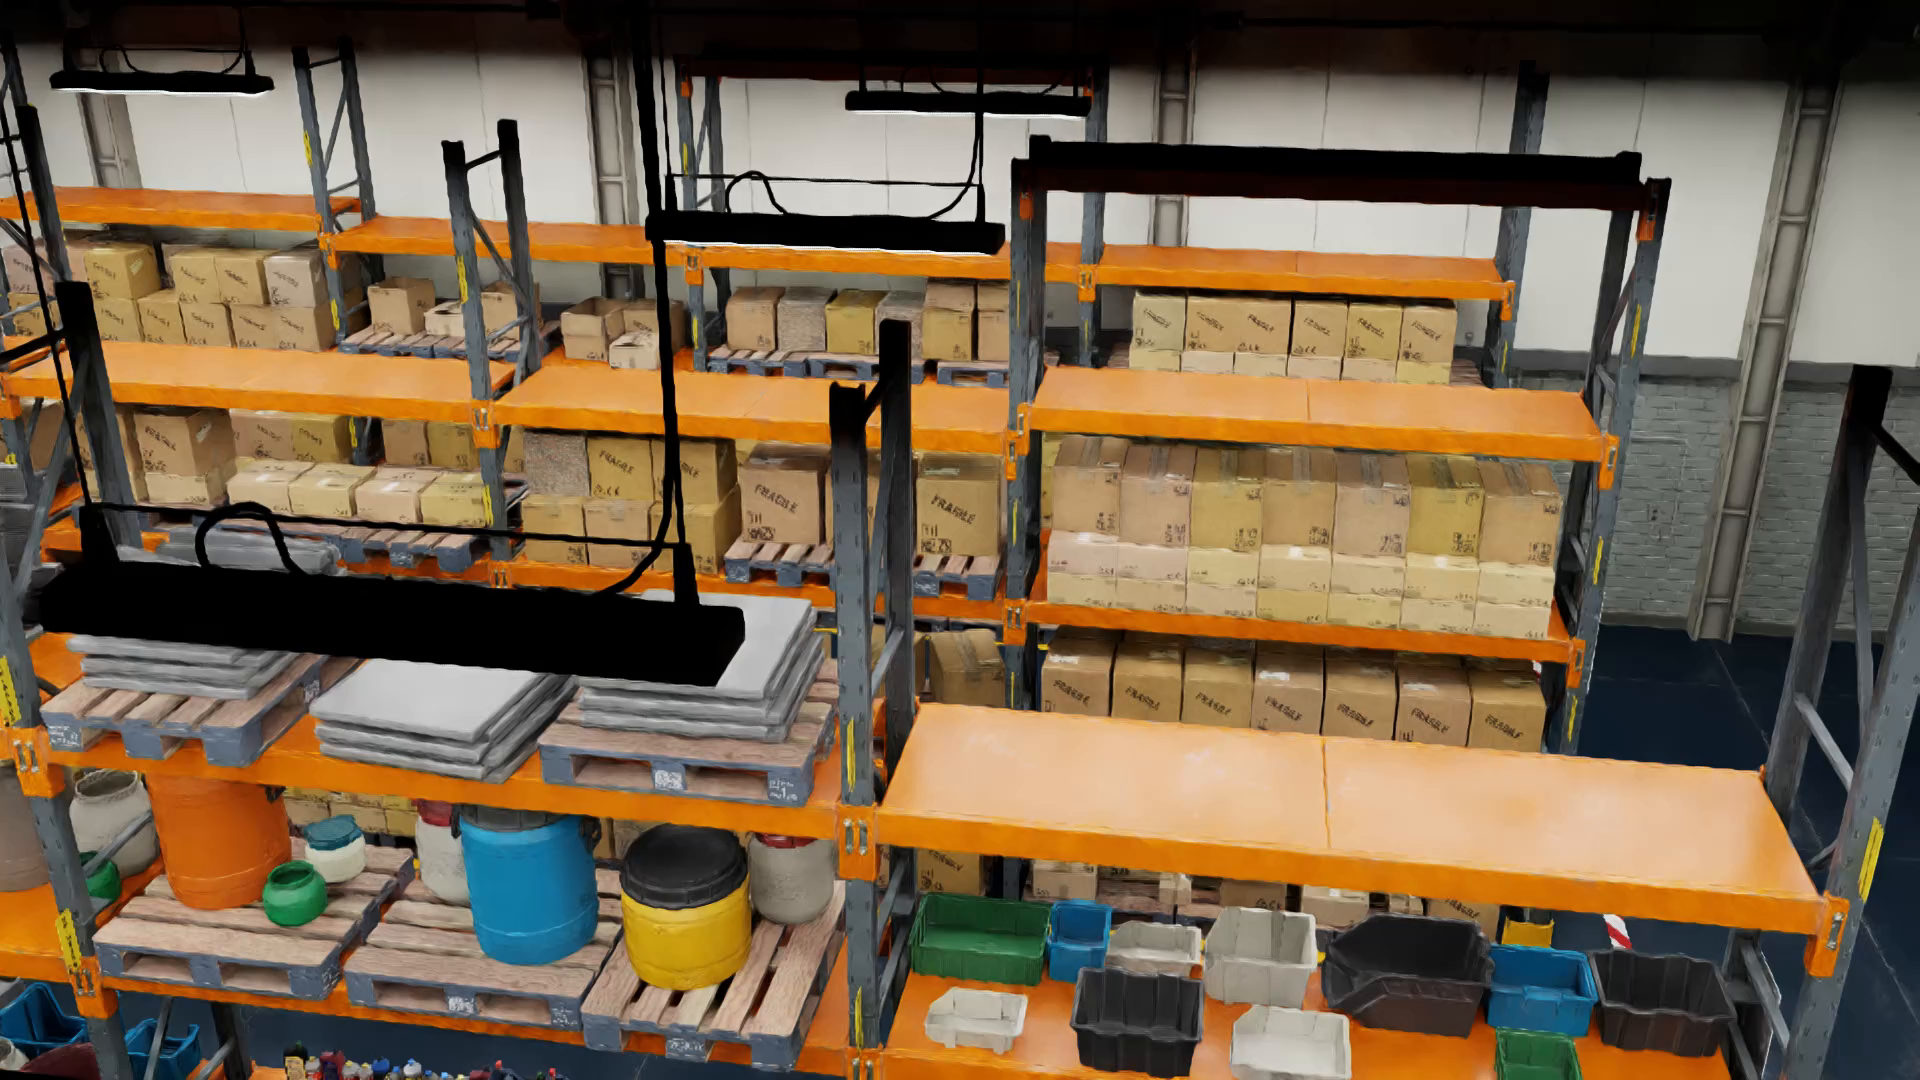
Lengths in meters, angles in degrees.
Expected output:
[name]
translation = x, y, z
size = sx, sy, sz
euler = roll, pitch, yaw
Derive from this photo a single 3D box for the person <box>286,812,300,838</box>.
[person]
translation = -5.257, 2.412, 12.359
size = 0.748, 1.778, 0.587
euler = -5, 24, -12
